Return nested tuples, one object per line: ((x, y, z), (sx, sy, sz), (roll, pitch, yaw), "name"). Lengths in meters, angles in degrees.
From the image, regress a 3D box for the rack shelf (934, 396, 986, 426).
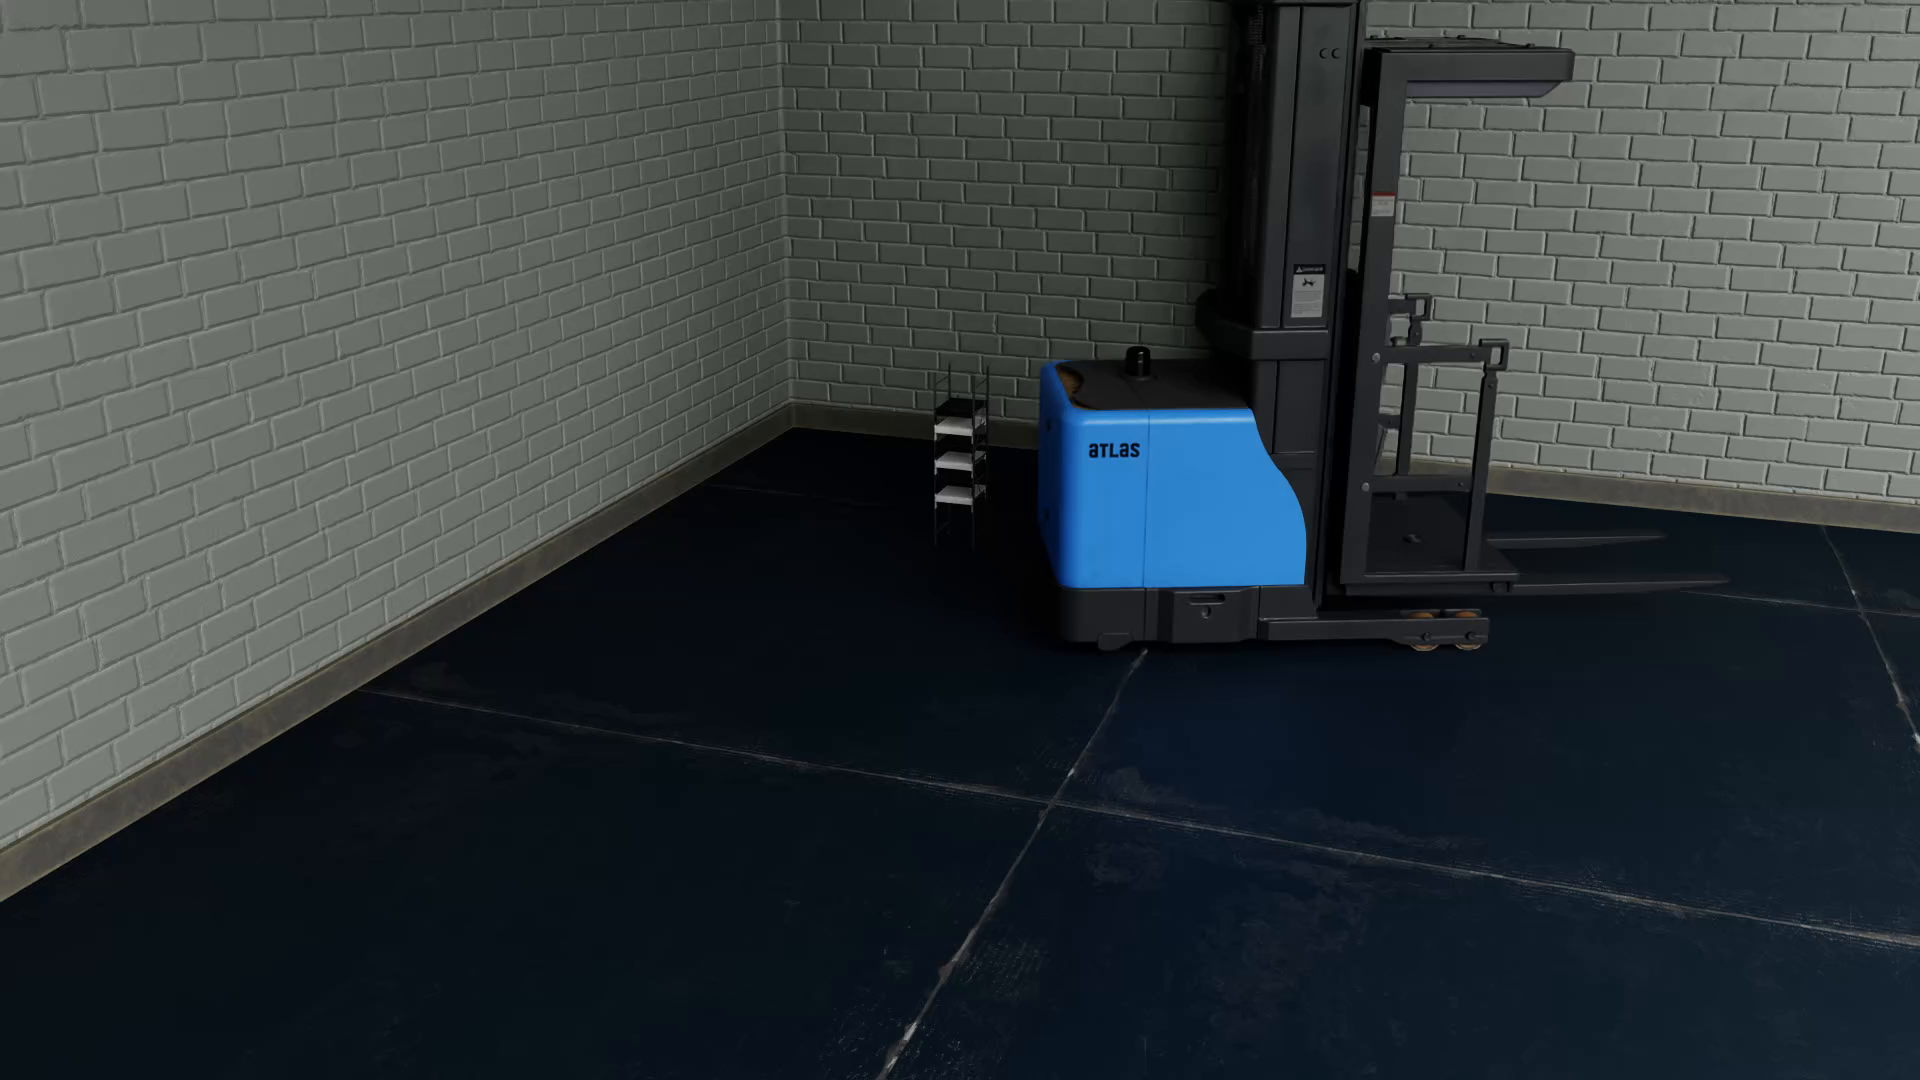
((0.008, -0.648, 8.348), (0.200, 0.077, 0.258), (7, 20, 18), "rack shelf")

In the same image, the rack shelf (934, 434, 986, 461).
((0.008, -0.478, 8.407), (0.200, 0.077, 0.258), (7, 20, 18), "rack shelf")

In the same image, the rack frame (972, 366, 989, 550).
((0.104, -0.413, 8.394), (0.006, 0.900, 0.240), (7, 20, 18), "rack frame")

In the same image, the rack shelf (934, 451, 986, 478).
((0.008, -0.393, 8.437), (0.200, 0.077, 0.258), (7, 20, 18), "rack shelf")

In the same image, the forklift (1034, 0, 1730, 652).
((1.891, -1.075, 7.208), (3.031, 2.935, 1.130), (-1, 19, -3), "forklift")

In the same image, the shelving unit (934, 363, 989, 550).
((0.008, -0.424, 8.426), (0.210, 0.900, 0.258), (7, 20, 18), "shelving unit")

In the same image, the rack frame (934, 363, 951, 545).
((-0.088, -0.435, 8.457), (0.006, 0.900, 0.240), (7, 20, 18), "rack frame")

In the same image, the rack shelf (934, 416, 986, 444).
((0.008, -0.563, 8.377), (0.200, 0.077, 0.258), (7, 20, 18), "rack shelf")

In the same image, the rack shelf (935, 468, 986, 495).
((0.008, -0.308, 8.466), (0.200, 0.077, 0.258), (7, 20, 18), "rack shelf")

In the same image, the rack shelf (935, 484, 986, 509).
((0.008, -0.223, 8.496), (0.200, 0.077, 0.258), (7, 20, 18), "rack shelf")
